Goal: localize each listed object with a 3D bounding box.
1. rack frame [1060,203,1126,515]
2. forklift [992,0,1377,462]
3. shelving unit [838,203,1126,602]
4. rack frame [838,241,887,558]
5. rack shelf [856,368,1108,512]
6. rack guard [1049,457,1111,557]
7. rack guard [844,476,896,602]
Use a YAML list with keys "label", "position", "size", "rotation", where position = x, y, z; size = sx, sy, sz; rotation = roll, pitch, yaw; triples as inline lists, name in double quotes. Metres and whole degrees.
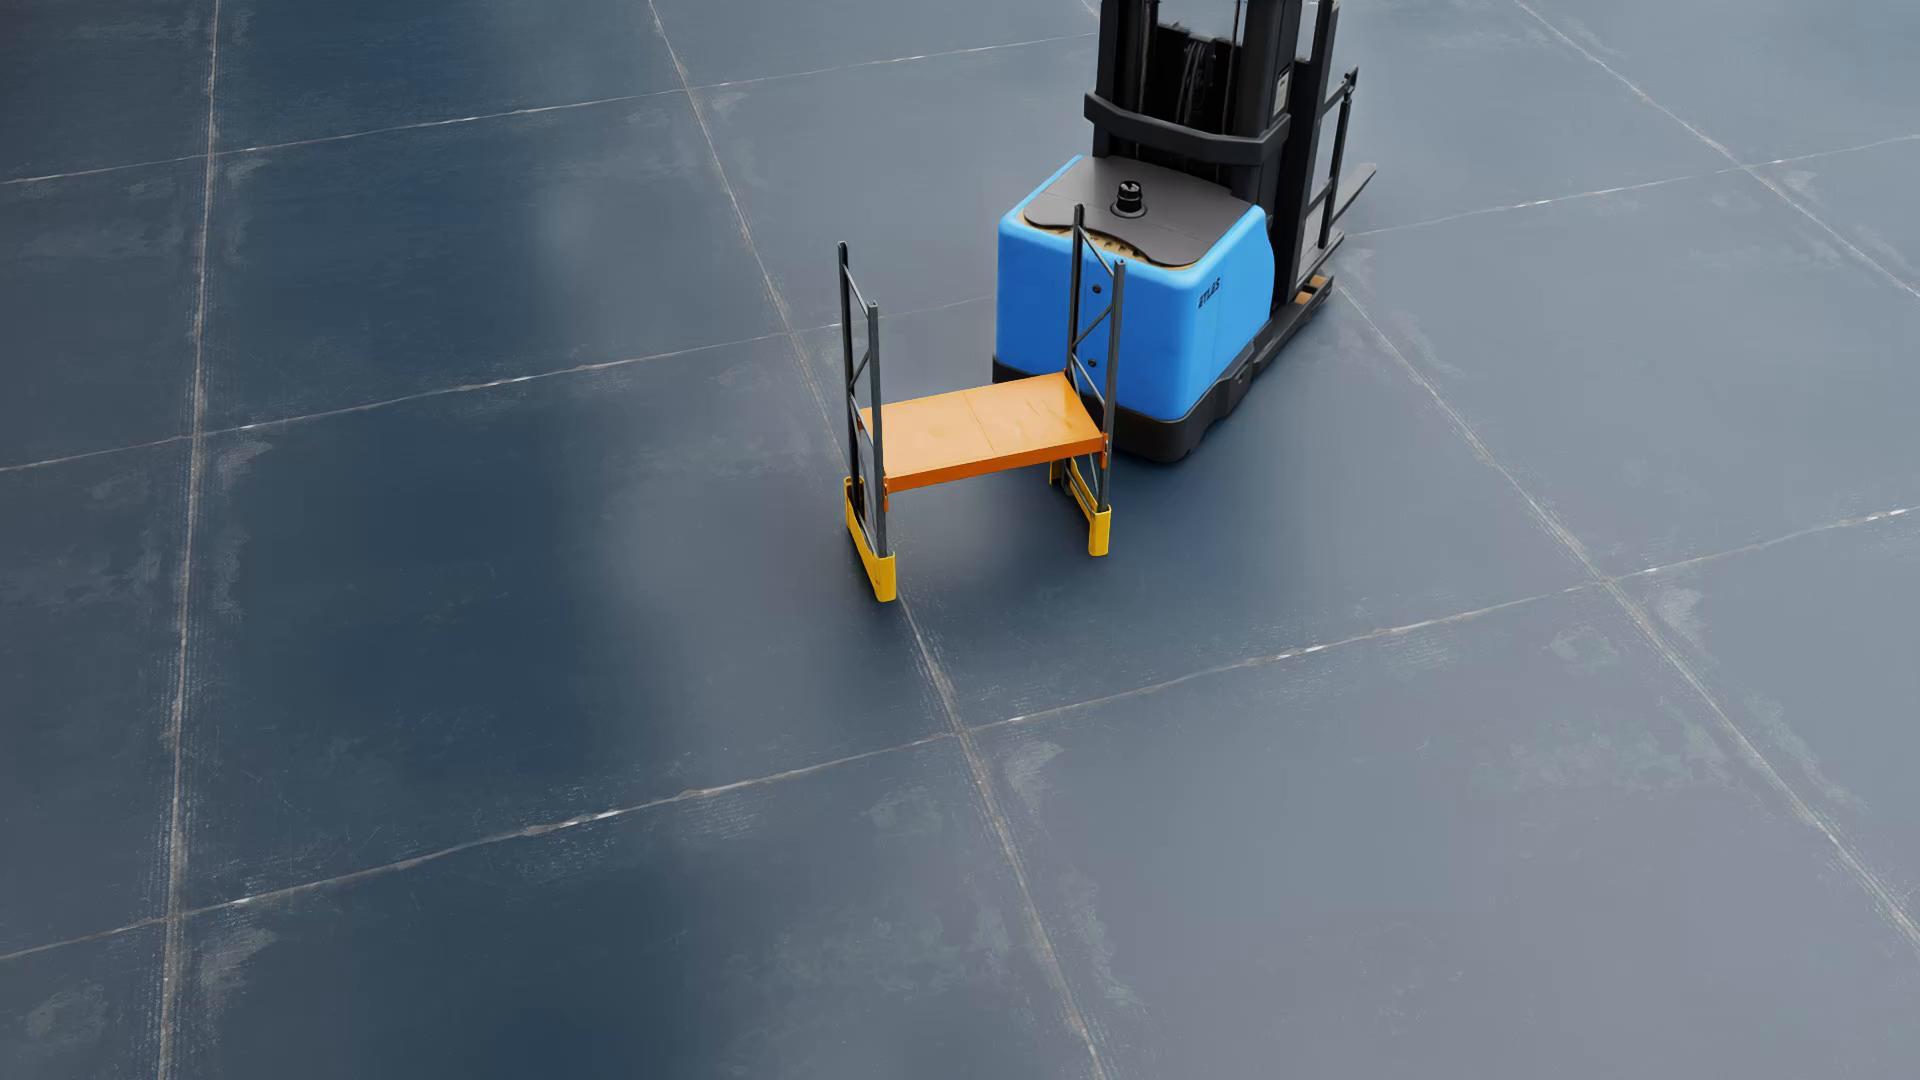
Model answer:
- label: "rack frame"
  position: [0.566, -0.682, 7.240]
  size: [0.032, 1.500, 0.500]
  rotation: [-12, 42, -13]
- label: "forklift"
  position: [1.369, -2.419, 8.140]
  size: [1.130, 2.935, 3.031]
  rotation: [22, 46, 24]
- label: "shelving unit"
  position: [0.073, -0.580, 7.123]
  size: [1.083, 1.500, 0.587]
  rotation: [-12, 42, -13]
- label: "rack frame"
  position: [-0.404, -0.481, 7.010]
  size: [0.032, 1.500, 0.500]
  rotation: [-12, 42, -13]
- label: "rack shelf"
  position: [0.081, -0.446, 7.244]
  size: [1.000, 0.185, 0.538]
  rotation: [-12, 42, -13]
- label: "rack guard"
  position: [0.548, -0.208, 7.647]
  size: [0.087, 0.250, 0.587]
  rotation: [-12, 42, -13]
- label: "rack guard"
  position: [-0.402, -0.011, 7.422]
  size: [0.087, 0.250, 0.587]
  rotation: [-12, 42, -13]
